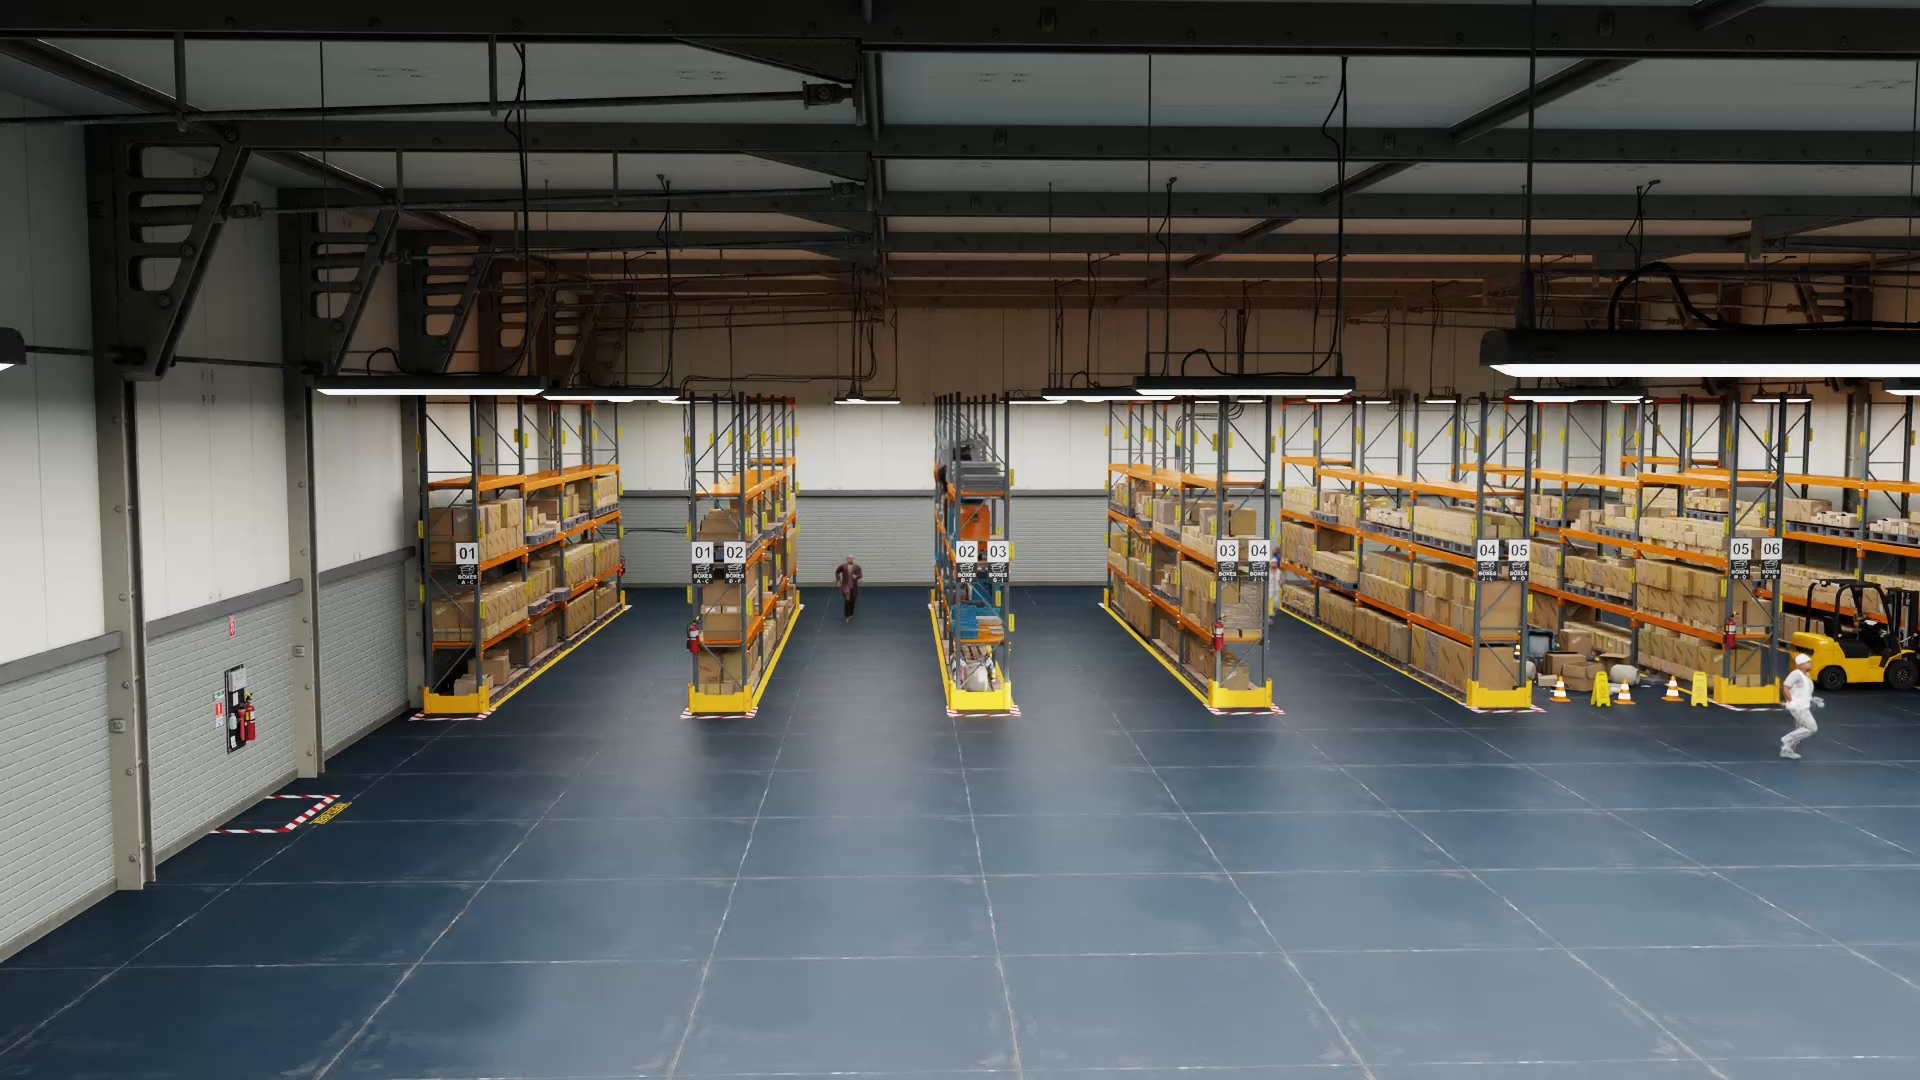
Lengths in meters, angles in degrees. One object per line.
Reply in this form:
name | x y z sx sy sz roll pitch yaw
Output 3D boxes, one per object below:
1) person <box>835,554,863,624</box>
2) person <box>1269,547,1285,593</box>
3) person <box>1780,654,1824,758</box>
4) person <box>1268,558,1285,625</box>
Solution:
person | -2.935 1.301 44.213 0.654 1.849 0.813 -1 5 -16
person | 9.257 1.010 48.800 0.681 1.607 0.580 -2 5 -25
person | 13.663 2.705 26.985 0.601 1.715 0.631 4 6 41
person | 8.180 1.351 43.405 0.641 1.754 0.667 -1 5 -9
